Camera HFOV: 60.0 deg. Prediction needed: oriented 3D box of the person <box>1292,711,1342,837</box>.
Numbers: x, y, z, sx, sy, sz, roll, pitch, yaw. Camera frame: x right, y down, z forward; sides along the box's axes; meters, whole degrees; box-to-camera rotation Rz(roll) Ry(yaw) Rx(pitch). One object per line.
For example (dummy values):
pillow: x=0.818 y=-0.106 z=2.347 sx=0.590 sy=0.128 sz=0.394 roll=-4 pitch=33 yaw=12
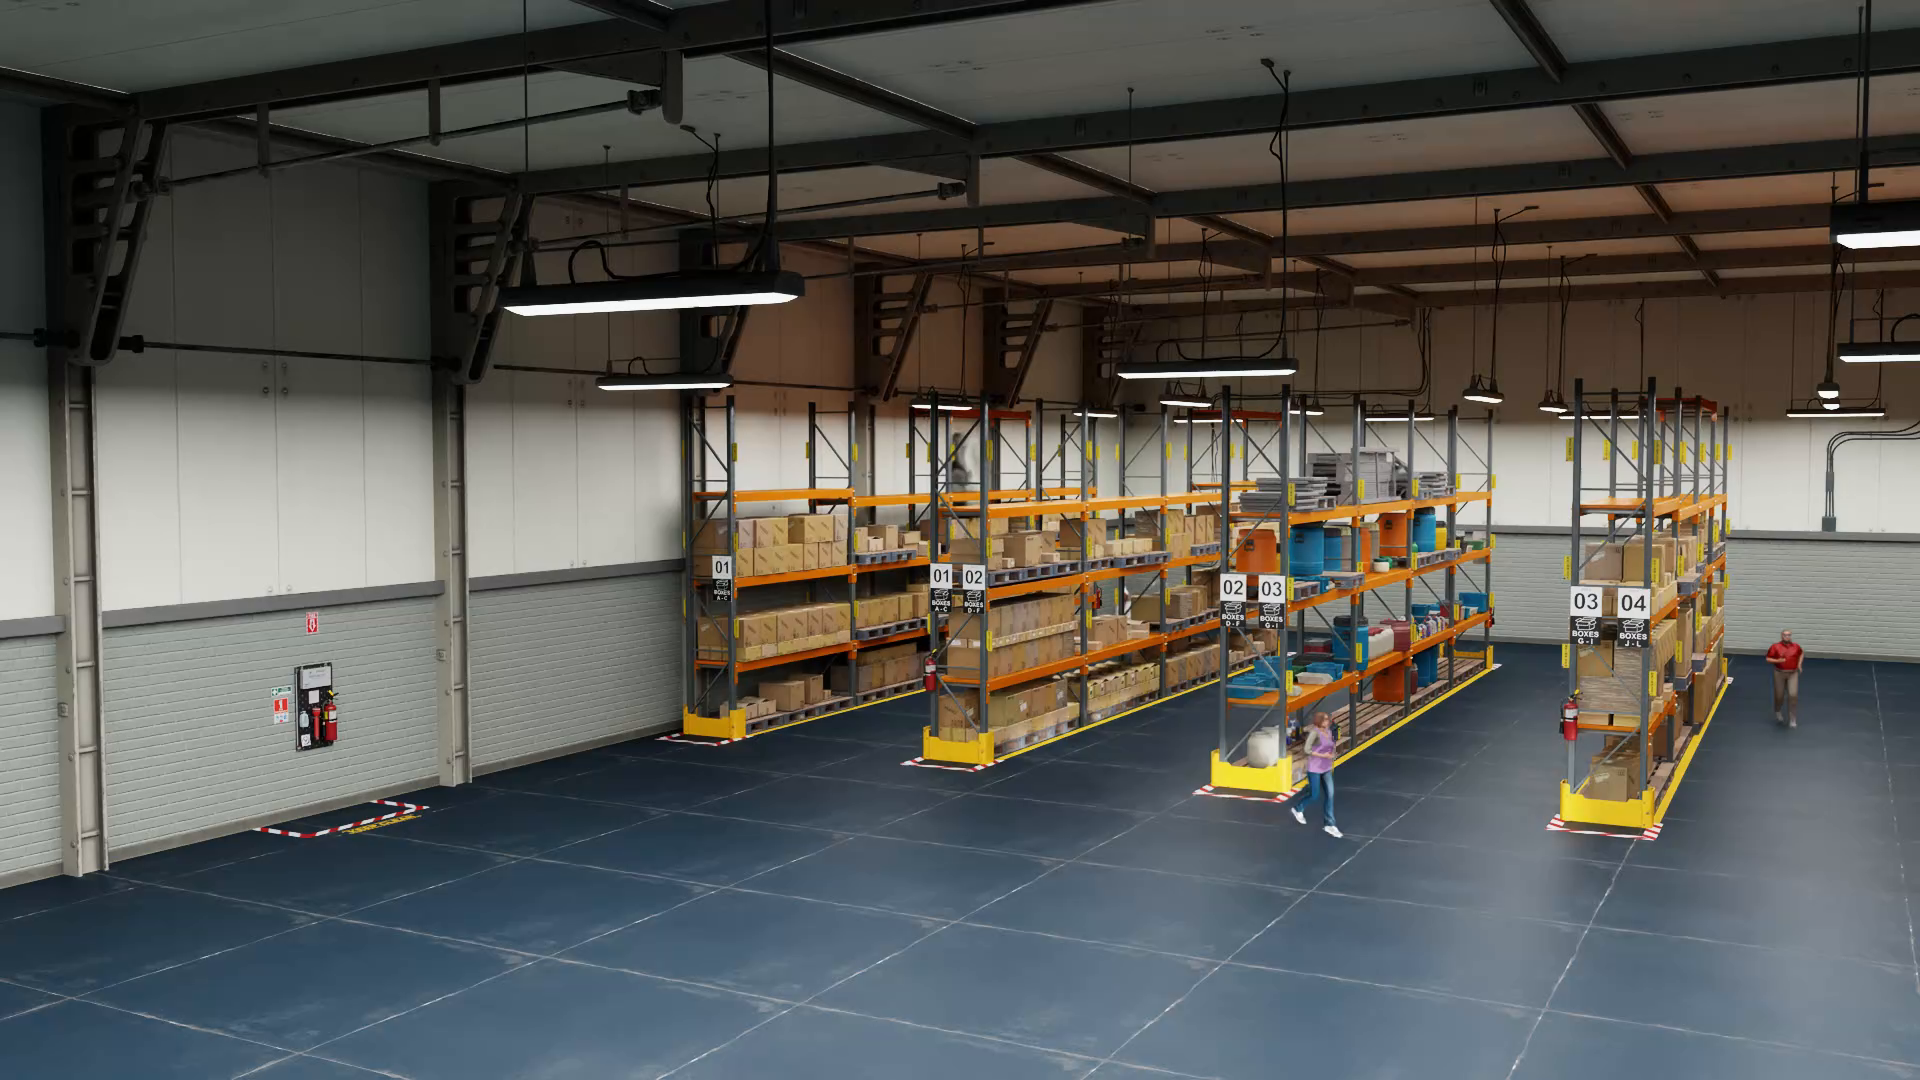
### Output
person: x=4.681 y=3.050 z=21.872 sx=0.527 sy=1.610 sz=0.819 roll=-2 pitch=4 yaw=-38

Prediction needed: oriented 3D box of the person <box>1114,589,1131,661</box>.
person: x=3.941 y=2.052 z=39.728 sx=0.656 sy=1.745 sz=0.625 roll=2 pitch=3 yaw=28

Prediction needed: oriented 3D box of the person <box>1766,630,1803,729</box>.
person: x=15.133 y=2.518 z=30.494 sx=0.655 sy=1.756 sz=0.917 roll=1 pitch=3 yaw=18
